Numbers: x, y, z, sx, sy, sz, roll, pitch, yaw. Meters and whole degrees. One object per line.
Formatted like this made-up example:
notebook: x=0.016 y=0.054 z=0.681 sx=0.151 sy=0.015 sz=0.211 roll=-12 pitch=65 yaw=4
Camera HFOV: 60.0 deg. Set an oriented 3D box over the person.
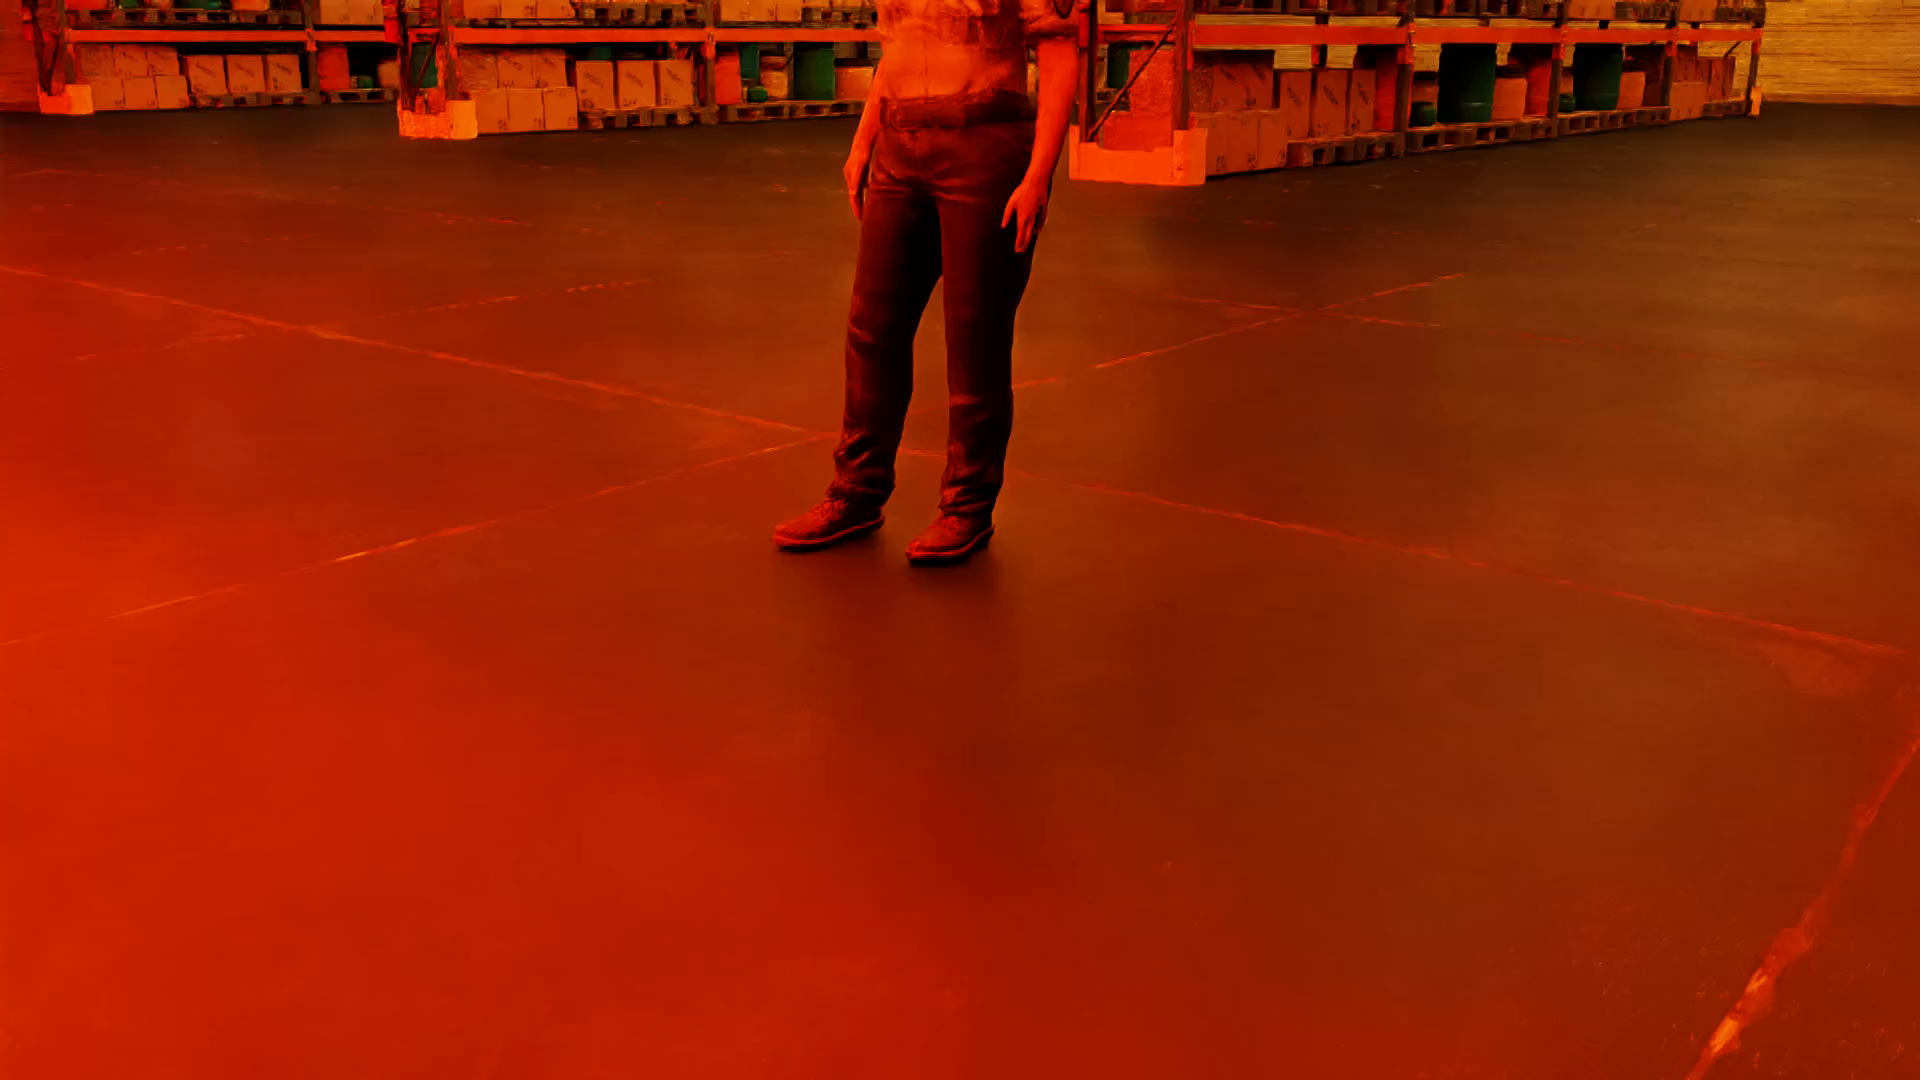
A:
person: x=-0.075 y=-0.779 z=3.648 sx=0.599 sy=1.650 sz=0.502 roll=13 pitch=21 yaw=37
